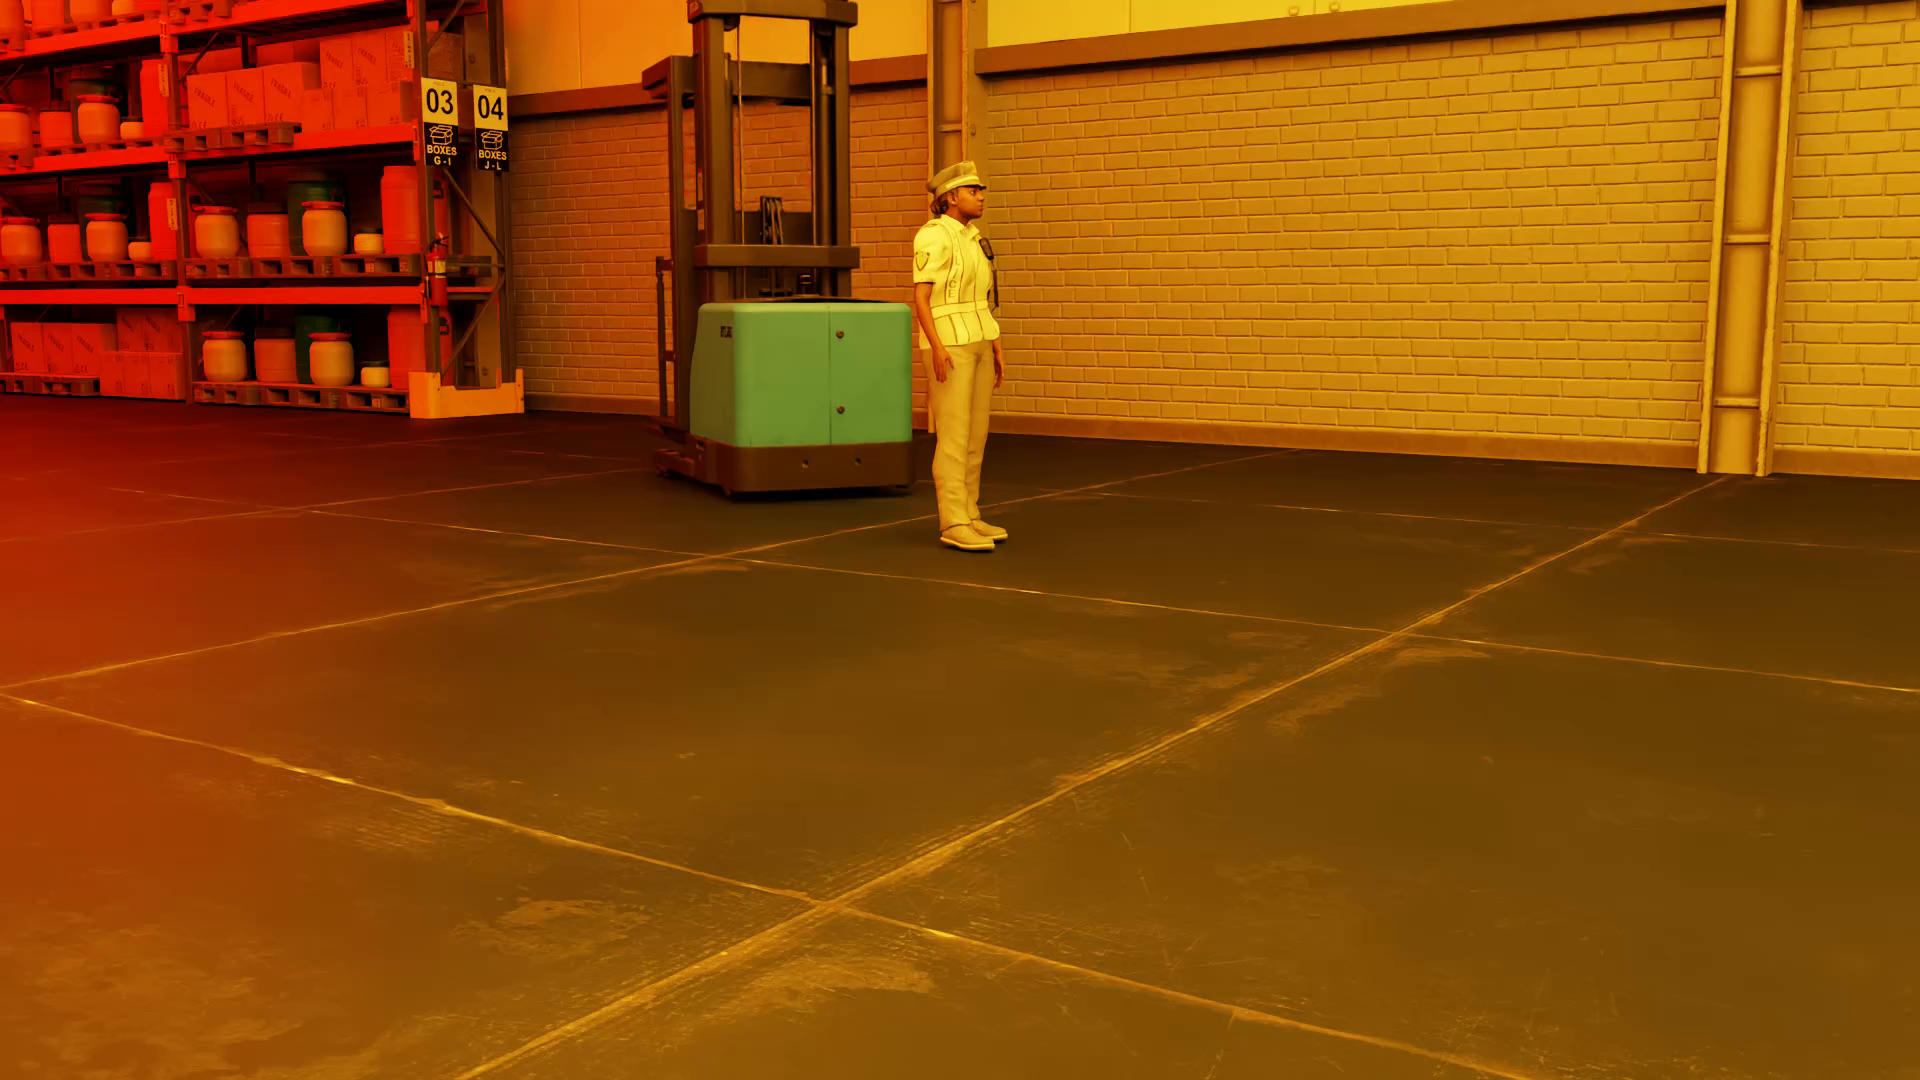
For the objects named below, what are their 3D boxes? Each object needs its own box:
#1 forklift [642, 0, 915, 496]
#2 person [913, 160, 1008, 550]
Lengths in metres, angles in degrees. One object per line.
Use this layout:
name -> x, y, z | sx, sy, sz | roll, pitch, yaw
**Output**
forklift -> -1.303, -1.857, 10.254 | 1.130, 2.935, 3.031 | -4, 9, -23
person -> 0.051, -0.838, 7.425 | 0.530, 1.695, 0.569 | 5, 10, 34
